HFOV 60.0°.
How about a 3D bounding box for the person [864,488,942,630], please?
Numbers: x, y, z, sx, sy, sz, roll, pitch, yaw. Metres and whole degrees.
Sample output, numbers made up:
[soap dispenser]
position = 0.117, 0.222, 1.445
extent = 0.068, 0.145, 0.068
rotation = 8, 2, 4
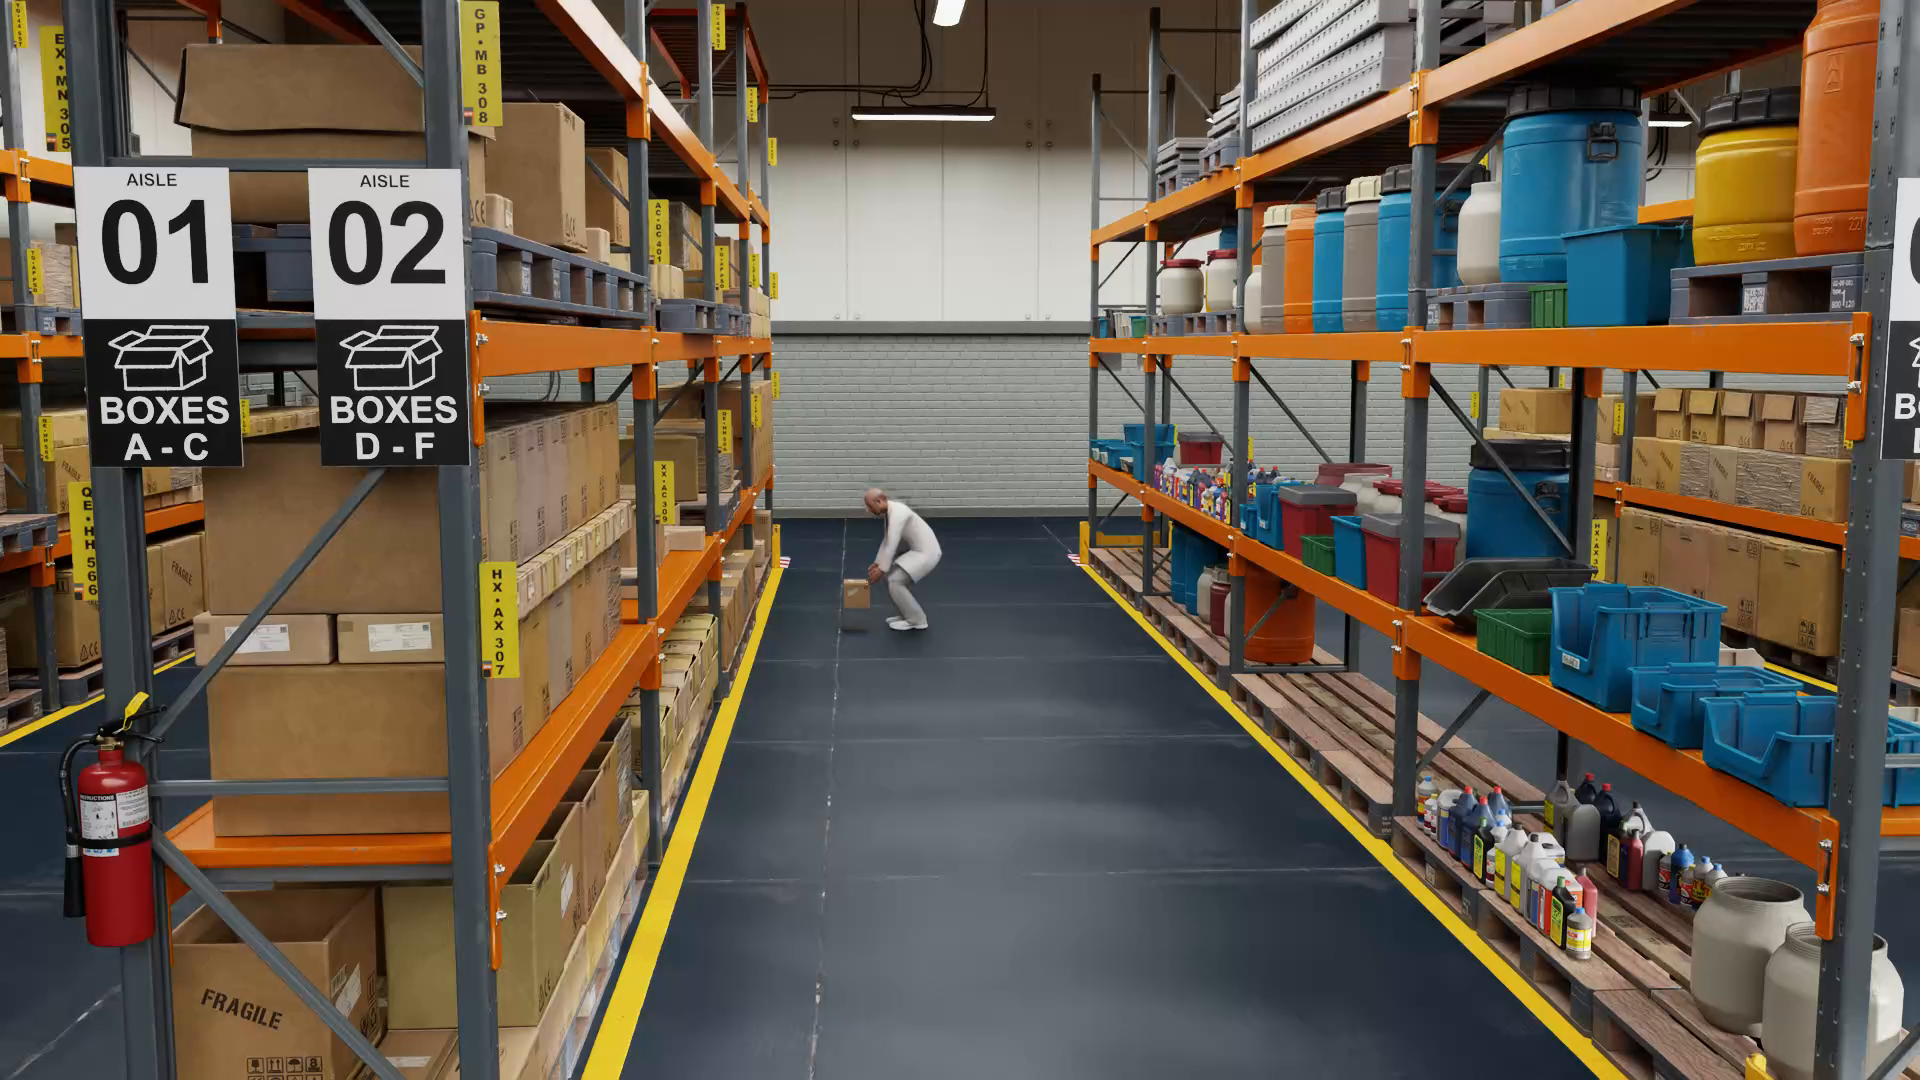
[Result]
[person]
position = -0.549, 0.181, 16.099
extent = 0.750, 1.352, 0.631
rotation = 0, 7, -4
